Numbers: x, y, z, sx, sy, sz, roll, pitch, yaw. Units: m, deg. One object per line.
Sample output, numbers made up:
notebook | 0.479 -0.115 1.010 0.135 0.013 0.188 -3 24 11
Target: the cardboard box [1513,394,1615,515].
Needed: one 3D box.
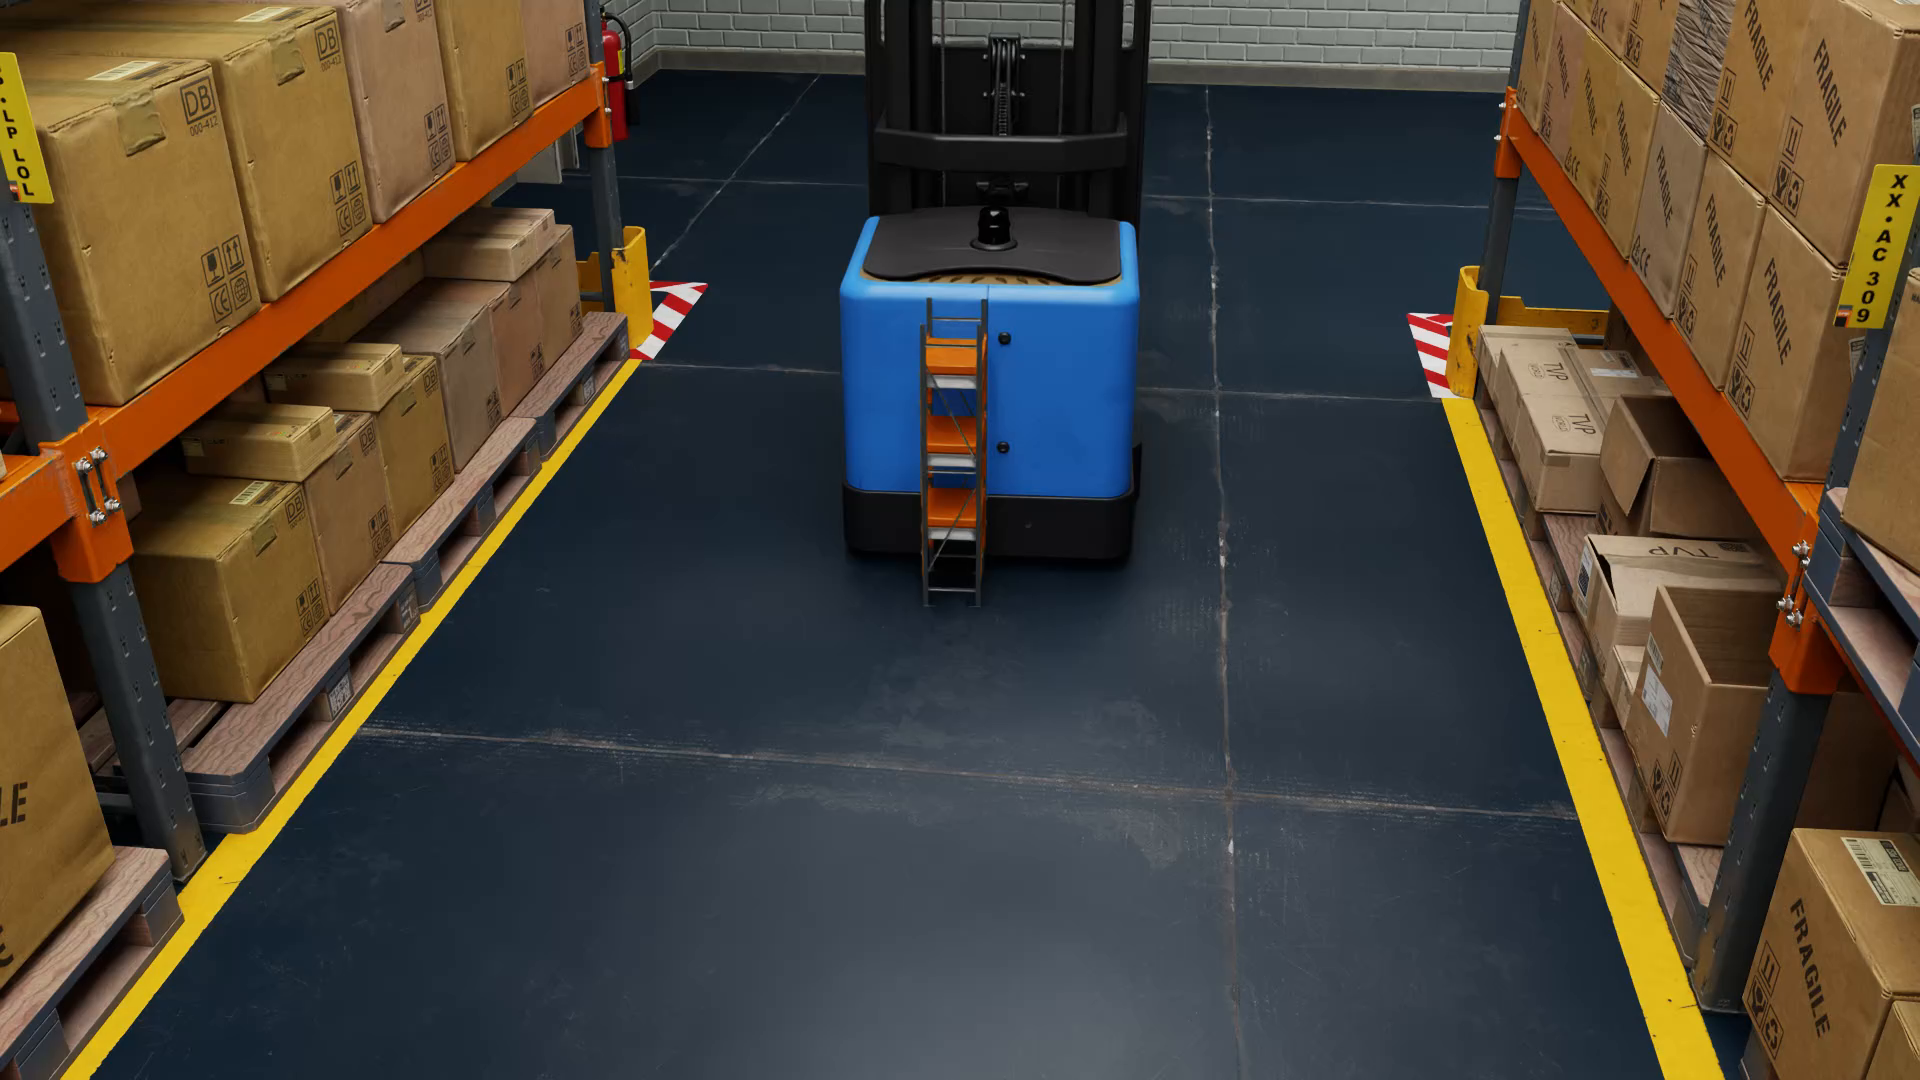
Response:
cardboard box | 2.345 -0.312 6.102 0.500 0.250 0.500 3 28 6

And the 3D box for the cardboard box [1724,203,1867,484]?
cardboard box | 2.132 -0.451 3.818 0.500 0.500 0.500 4 29 7

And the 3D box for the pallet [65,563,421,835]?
pallet | -2.421 0.432 5.226 1.003 0.211 1.213 3 28 6

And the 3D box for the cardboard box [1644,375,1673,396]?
cardboard box | 2.854 -0.530 6.594 0.380 0.166 0.250 3 28 6

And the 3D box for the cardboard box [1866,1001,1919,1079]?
cardboard box | 1.970 1.216 3.003 0.500 0.500 0.500 4 29 7

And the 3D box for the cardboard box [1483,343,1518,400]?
cardboard box | 2.392 -0.691 6.893 0.380 0.166 0.250 3 28 6

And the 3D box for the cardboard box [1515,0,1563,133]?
cardboard box | 2.499 -1.890 6.490 0.500 0.500 0.500 4 29 7

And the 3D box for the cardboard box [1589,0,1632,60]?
cardboard box | 2.376 -1.848 5.358 0.500 0.500 0.500 4 29 7

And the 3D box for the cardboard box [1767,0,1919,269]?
cardboard box | 2.130 -0.894 3.587 0.500 0.500 0.500 3 29 6

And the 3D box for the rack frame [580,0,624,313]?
rack frame | -2.102 -2.325 7.404 1.000 3.000 0.127 3 28 6

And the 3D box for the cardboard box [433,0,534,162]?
cardboard box | -2.232 -1.874 6.249 0.980 0.700 0.700 3 28 6

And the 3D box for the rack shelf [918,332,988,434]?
rack shelf | -0.020 -0.524 5.540 0.215 0.259 0.240 2 28 4

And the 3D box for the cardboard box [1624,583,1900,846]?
cardboard box | 2.113 0.466 4.395 0.500 0.500 0.500 3 28 6

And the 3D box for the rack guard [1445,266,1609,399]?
rack guard | 2.806 -0.903 7.399 1.175 0.500 0.348 3 28 6

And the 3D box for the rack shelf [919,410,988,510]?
rack shelf | -0.020 -0.274 5.674 0.215 0.259 0.240 2 28 4

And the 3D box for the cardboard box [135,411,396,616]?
cardboard box | -2.333 -0.109 5.483 0.700 0.500 0.500 3 28 6

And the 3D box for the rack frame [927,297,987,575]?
rack frame | -0.011 -0.341 5.776 0.200 1.050 0.008 2 28 4

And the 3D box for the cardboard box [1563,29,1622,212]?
cardboard box | 2.377 -1.410 5.600 0.500 0.500 0.500 3 28 6

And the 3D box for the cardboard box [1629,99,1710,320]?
cardboard box | 2.254 -0.935 4.718 0.500 0.500 0.500 4 29 7

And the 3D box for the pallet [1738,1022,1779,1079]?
pallet | 2.263 1.456 3.324 1.003 0.211 1.213 3 28 6

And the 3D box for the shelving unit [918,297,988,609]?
shelving unit | -0.020 -0.283 5.669 0.215 1.050 0.252 2 28 4

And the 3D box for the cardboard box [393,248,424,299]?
cardboard box | -2.364 -1.074 6.590 0.380 0.149 0.250 4 29 7

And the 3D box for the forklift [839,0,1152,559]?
forklift | 0.197 -1.888 6.664 1.130 2.935 3.031 2 28 4

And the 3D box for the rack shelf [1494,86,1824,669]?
rack shelf | 2.570 -0.781 5.296 1.077 0.370 4.000 3 28 6

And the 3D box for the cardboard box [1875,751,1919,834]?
cardboard box | 2.591 0.649 4.254 0.500 0.311 0.500 3 28 6

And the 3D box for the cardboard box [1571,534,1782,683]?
cardboard box | 2.205 0.196 5.095 0.500 0.311 0.500 3 28 6

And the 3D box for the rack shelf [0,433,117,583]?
rack shelf | -2.837 0.816 2.332 1.077 0.370 4.000 3 28 6

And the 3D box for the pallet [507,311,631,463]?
pallet | -2.122 -0.717 7.358 1.003 0.211 1.213 3 28 6

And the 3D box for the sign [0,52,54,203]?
sign | -2.052 -0.890 3.603 0.100 0.325 0.005 3 28 6

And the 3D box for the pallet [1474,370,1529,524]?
pallet | 2.709 -0.400 6.771 1.003 0.211 1.213 3 28 6

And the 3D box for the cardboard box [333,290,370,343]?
cardboard box | -2.425 -0.834 6.144 0.380 0.149 0.250 4 29 7

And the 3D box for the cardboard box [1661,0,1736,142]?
cardboard box | 2.252 -1.372 4.475 0.500 0.500 0.500 4 29 7

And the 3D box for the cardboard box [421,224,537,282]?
cardboard box | -1.954 -1.169 6.765 0.380 0.149 0.250 4 29 8

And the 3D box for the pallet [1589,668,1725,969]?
pallet | 2.410 0.748 4.639 1.003 0.211 1.213 3 28 6

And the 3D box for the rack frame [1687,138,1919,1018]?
rack frame | 2.325 -0.156 3.378 1.000 3.000 0.127 3 28 6

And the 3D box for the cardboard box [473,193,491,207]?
cardboard box | -2.271 -1.430 7.251 0.380 0.149 0.250 4 29 7

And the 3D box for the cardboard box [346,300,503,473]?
cardboard box | -2.210 -0.602 6.398 0.700 0.500 0.500 2 28 5

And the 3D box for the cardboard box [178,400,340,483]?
cardboard box | -2.175 -0.309 5.170 0.380 0.149 0.250 4 29 8

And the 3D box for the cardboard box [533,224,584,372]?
cardboard box | -2.088 -1.074 7.275 0.700 0.500 0.500 3 28 6

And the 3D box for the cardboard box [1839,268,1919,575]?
cardboard box | 2.045 -0.175 2.865 0.700 0.500 0.500 -6 29 -11

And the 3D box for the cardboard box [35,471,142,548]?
cardboard box | -2.613 -0.102 4.785 0.380 0.149 0.250 3 28 6

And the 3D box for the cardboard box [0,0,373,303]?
cardboard box | -2.414 -1.172 4.947 0.980 0.700 0.700 3 28 5
